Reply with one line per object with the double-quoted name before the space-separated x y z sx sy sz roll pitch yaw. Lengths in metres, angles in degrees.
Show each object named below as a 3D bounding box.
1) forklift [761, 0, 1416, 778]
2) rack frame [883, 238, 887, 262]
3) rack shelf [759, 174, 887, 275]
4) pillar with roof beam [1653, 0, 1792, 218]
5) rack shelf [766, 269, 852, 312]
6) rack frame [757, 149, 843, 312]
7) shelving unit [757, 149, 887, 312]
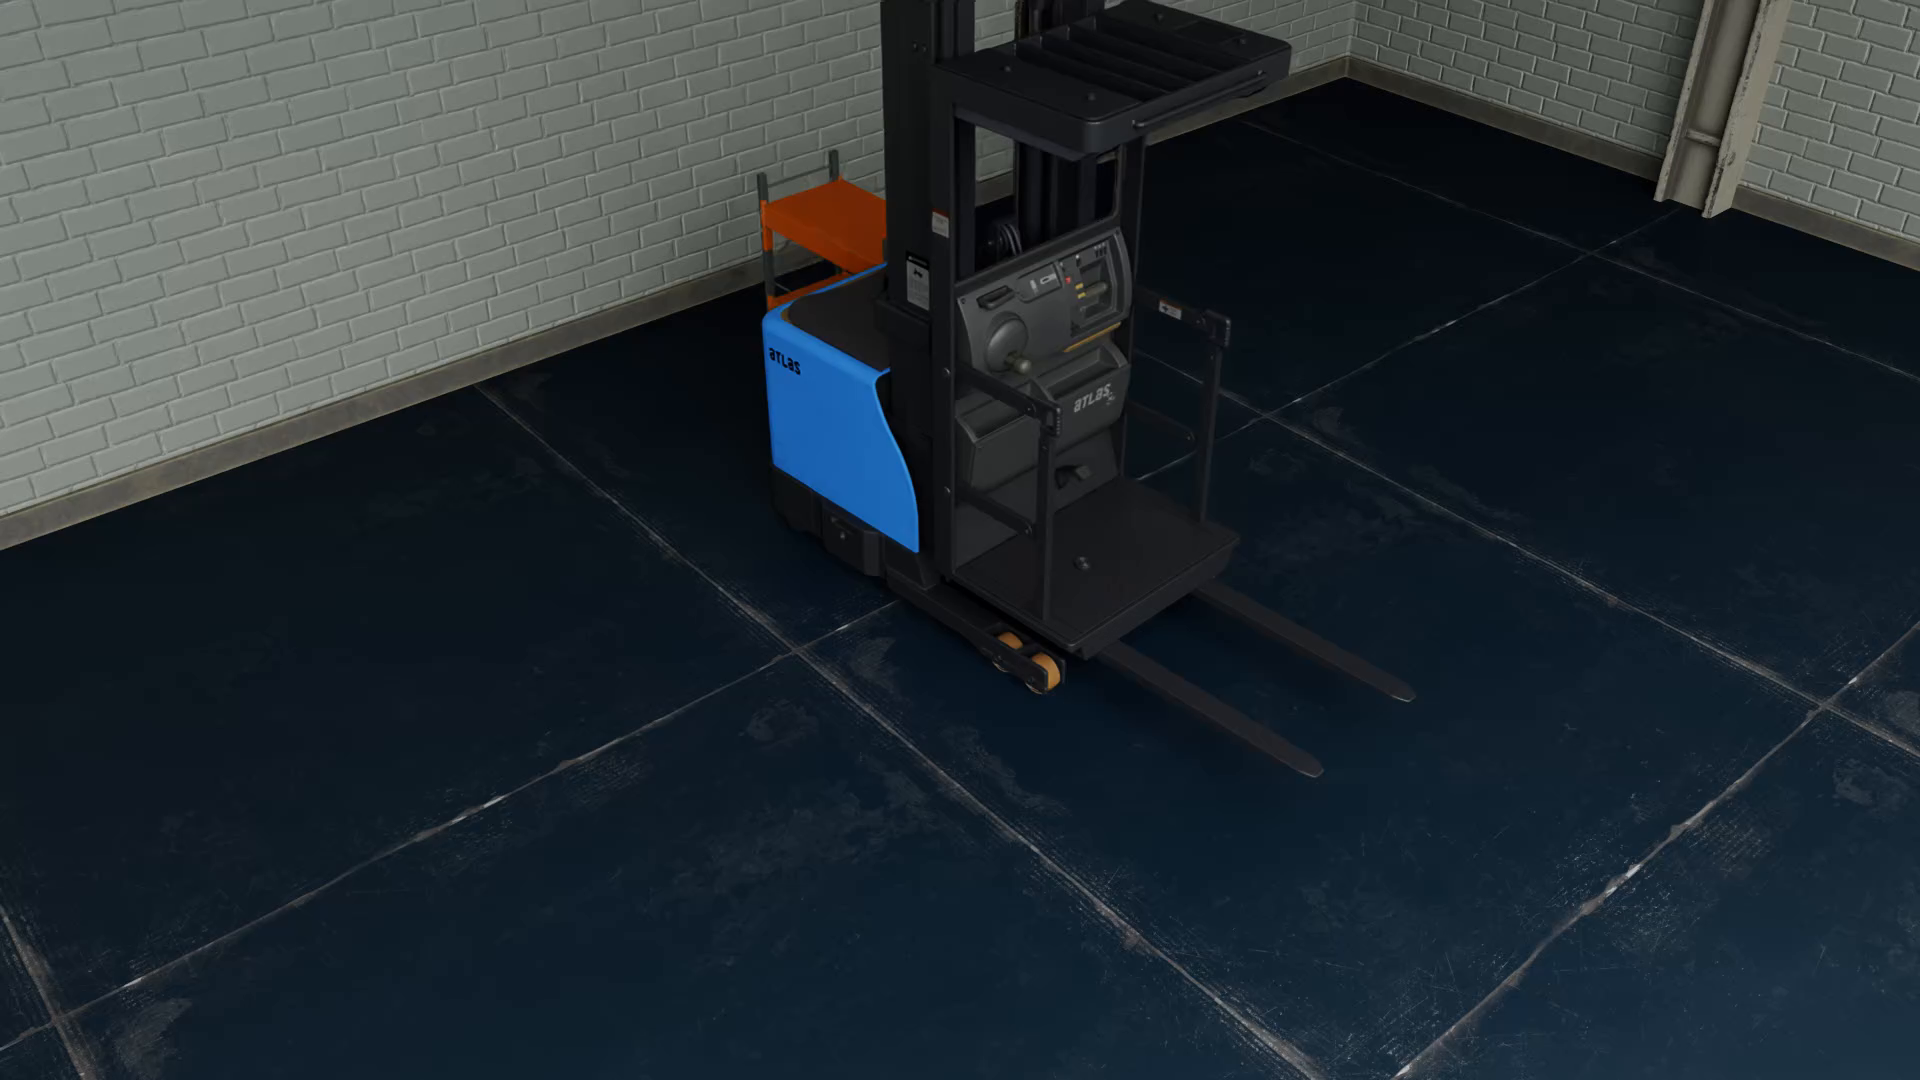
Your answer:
"forklift" 0.495 -0.901 6.486 1.130 2.935 3.031 -29 45 -35
"rack frame" -0.164 -1.040 8.245 0.500 1.125 0.032 -27 43 -32
"rack shelf" -0.498 -1.500 8.389 0.538 0.278 1.000 -27 43 -32
"pillar with roof beam" 1.500 -4.272 5.997 9.100 9.000 0.400 -26 43 -32
"rack shelf" -0.498 -1.062 8.699 0.538 0.278 1.000 -27 43 -32
"rack frame" -0.832 -1.483 8.870 0.500 1.125 0.032 -27 43 -32
"shelving unit" -0.498 -1.261 8.558 0.538 1.125 1.048 -27 43 -32
